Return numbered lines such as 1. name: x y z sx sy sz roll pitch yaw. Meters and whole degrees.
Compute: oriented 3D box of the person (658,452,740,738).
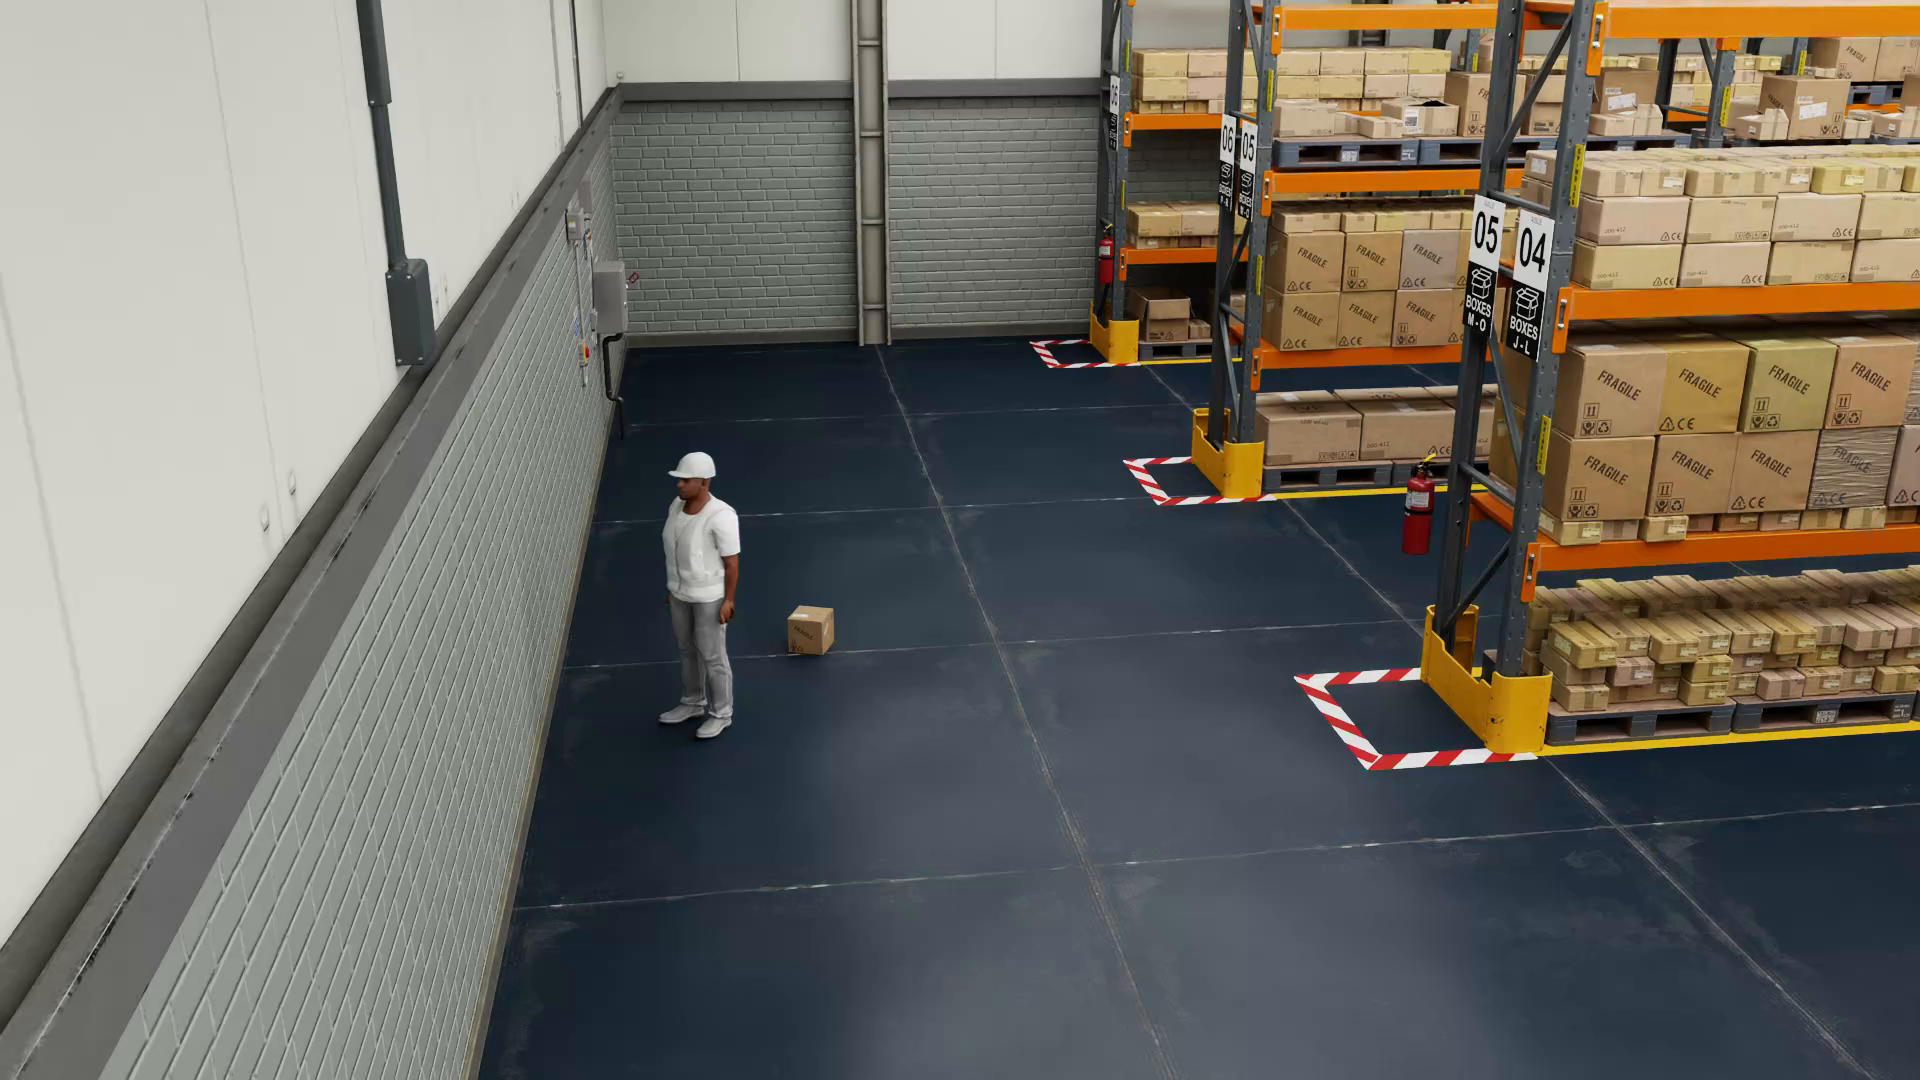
1. person: -1.597 0.327 10.127 0.552 1.770 0.379 15 25 36
